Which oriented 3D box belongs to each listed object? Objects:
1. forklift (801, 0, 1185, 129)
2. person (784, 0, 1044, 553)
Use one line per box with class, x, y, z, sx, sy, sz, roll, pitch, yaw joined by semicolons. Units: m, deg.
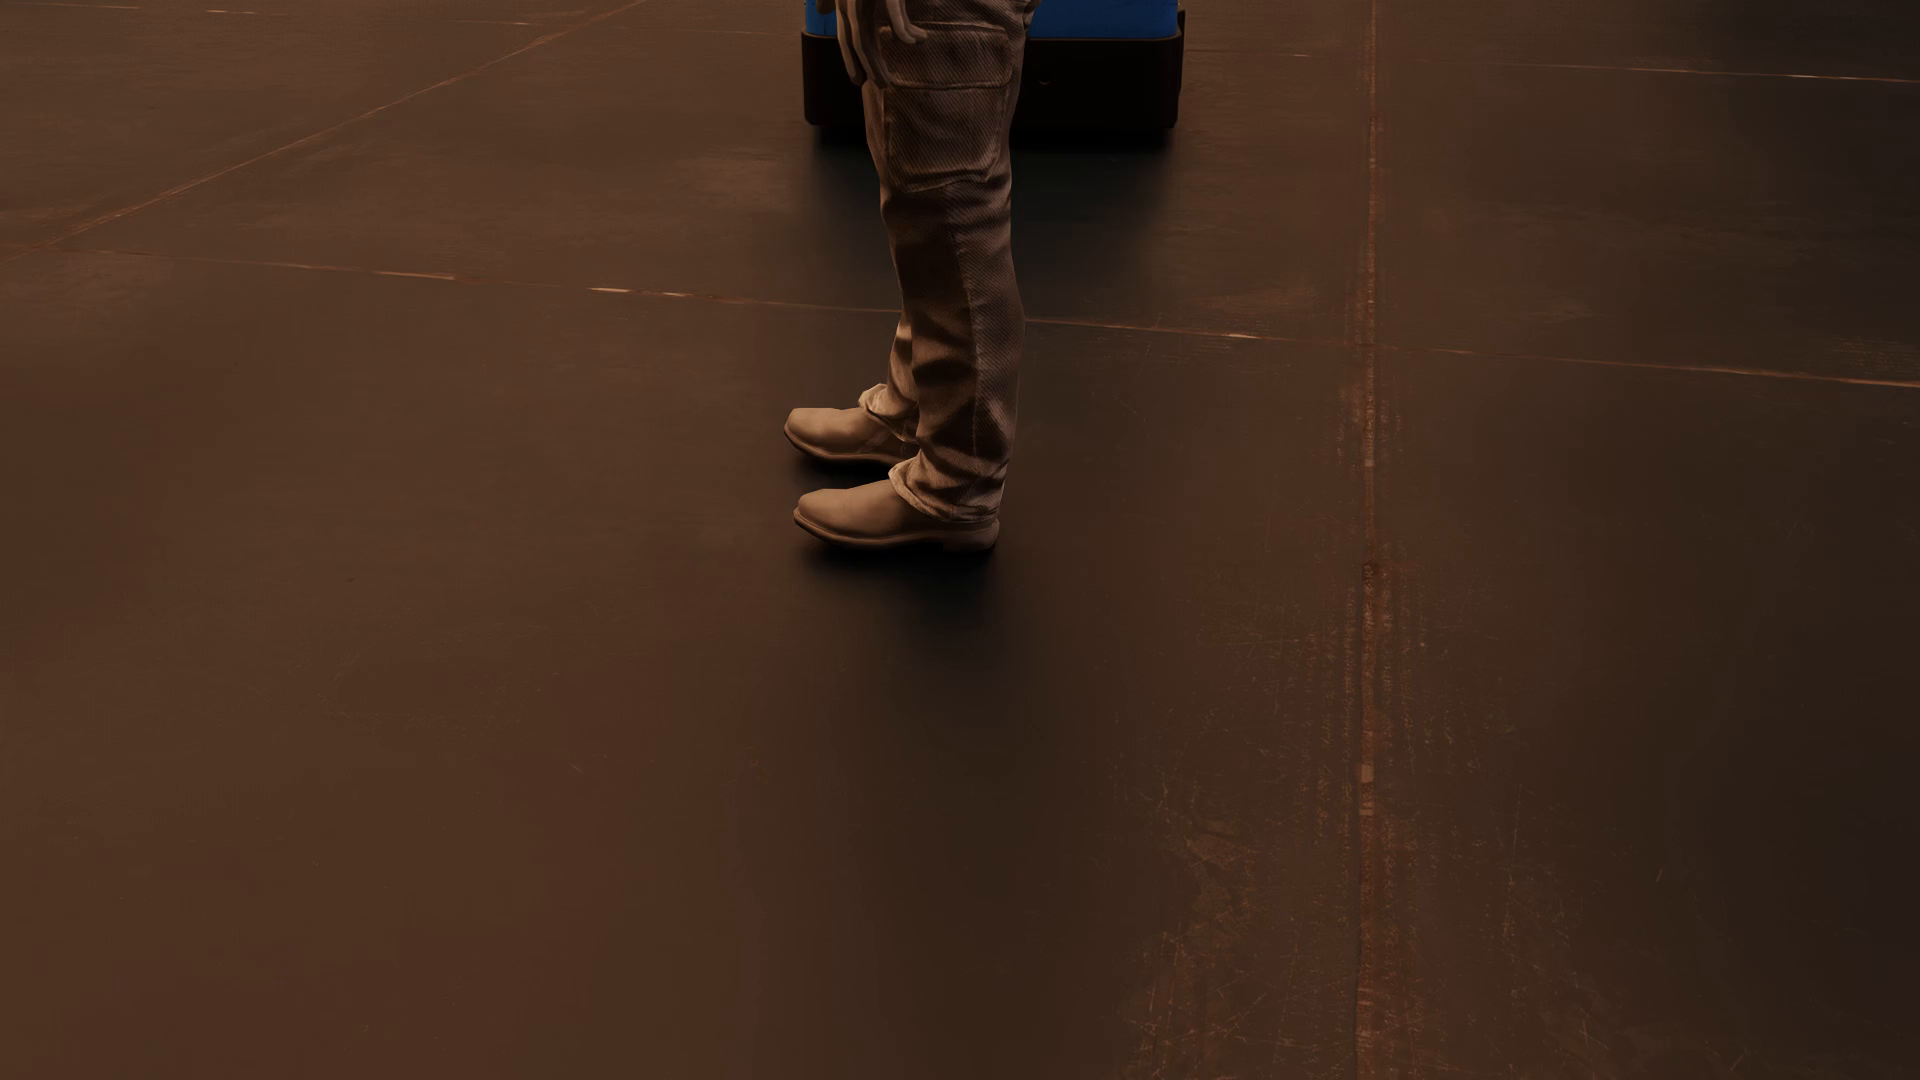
forklift;0.147;-3.067;5.324;1.130;2.935;3.031;1;27;2
person;-0.068;-0.814;2.117;0.577;1.782;0.656;6;27;11
